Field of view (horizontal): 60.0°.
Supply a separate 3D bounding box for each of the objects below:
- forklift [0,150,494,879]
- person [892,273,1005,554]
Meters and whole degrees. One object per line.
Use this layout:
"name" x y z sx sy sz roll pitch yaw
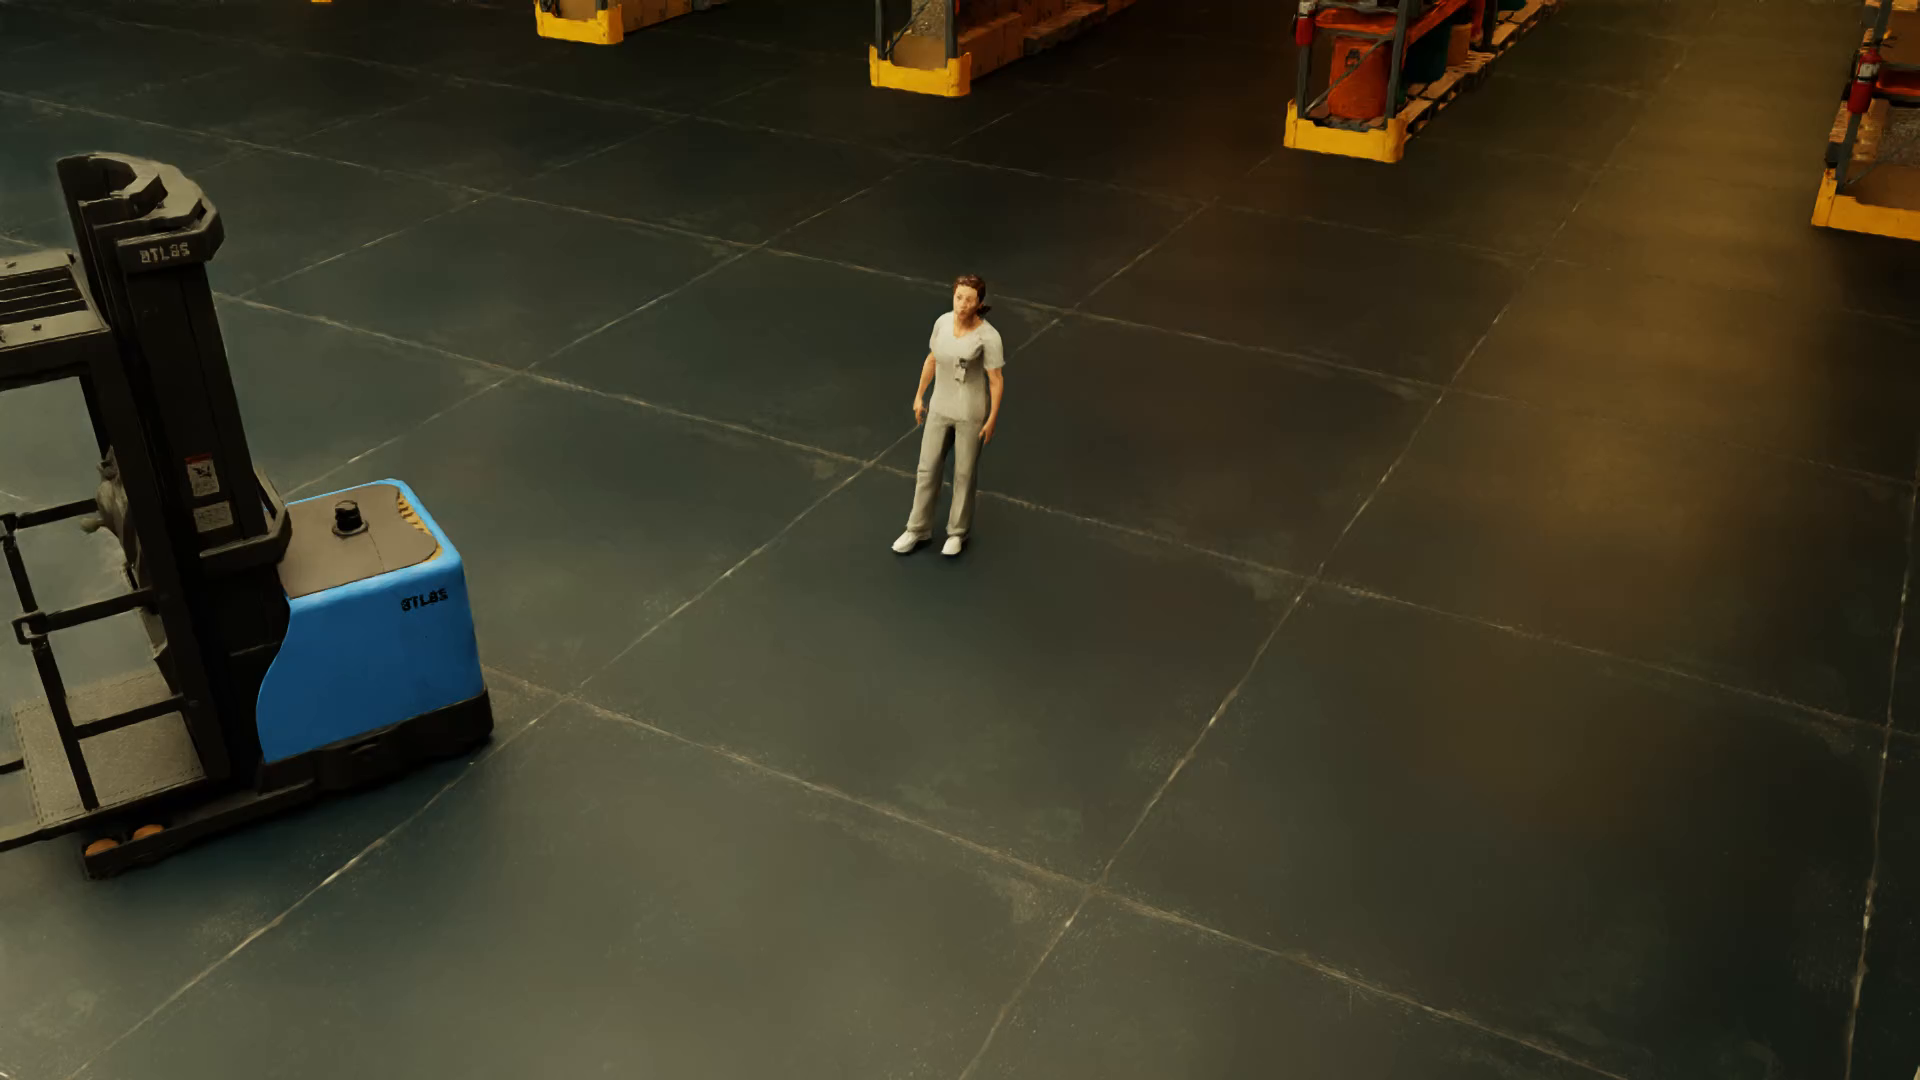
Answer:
"forklift" -3.833 -0.071 7.193 3.031 2.935 1.130 -18 34 -28
"person" -0.053 -0.693 9.525 0.550 1.663 0.526 15 33 25
